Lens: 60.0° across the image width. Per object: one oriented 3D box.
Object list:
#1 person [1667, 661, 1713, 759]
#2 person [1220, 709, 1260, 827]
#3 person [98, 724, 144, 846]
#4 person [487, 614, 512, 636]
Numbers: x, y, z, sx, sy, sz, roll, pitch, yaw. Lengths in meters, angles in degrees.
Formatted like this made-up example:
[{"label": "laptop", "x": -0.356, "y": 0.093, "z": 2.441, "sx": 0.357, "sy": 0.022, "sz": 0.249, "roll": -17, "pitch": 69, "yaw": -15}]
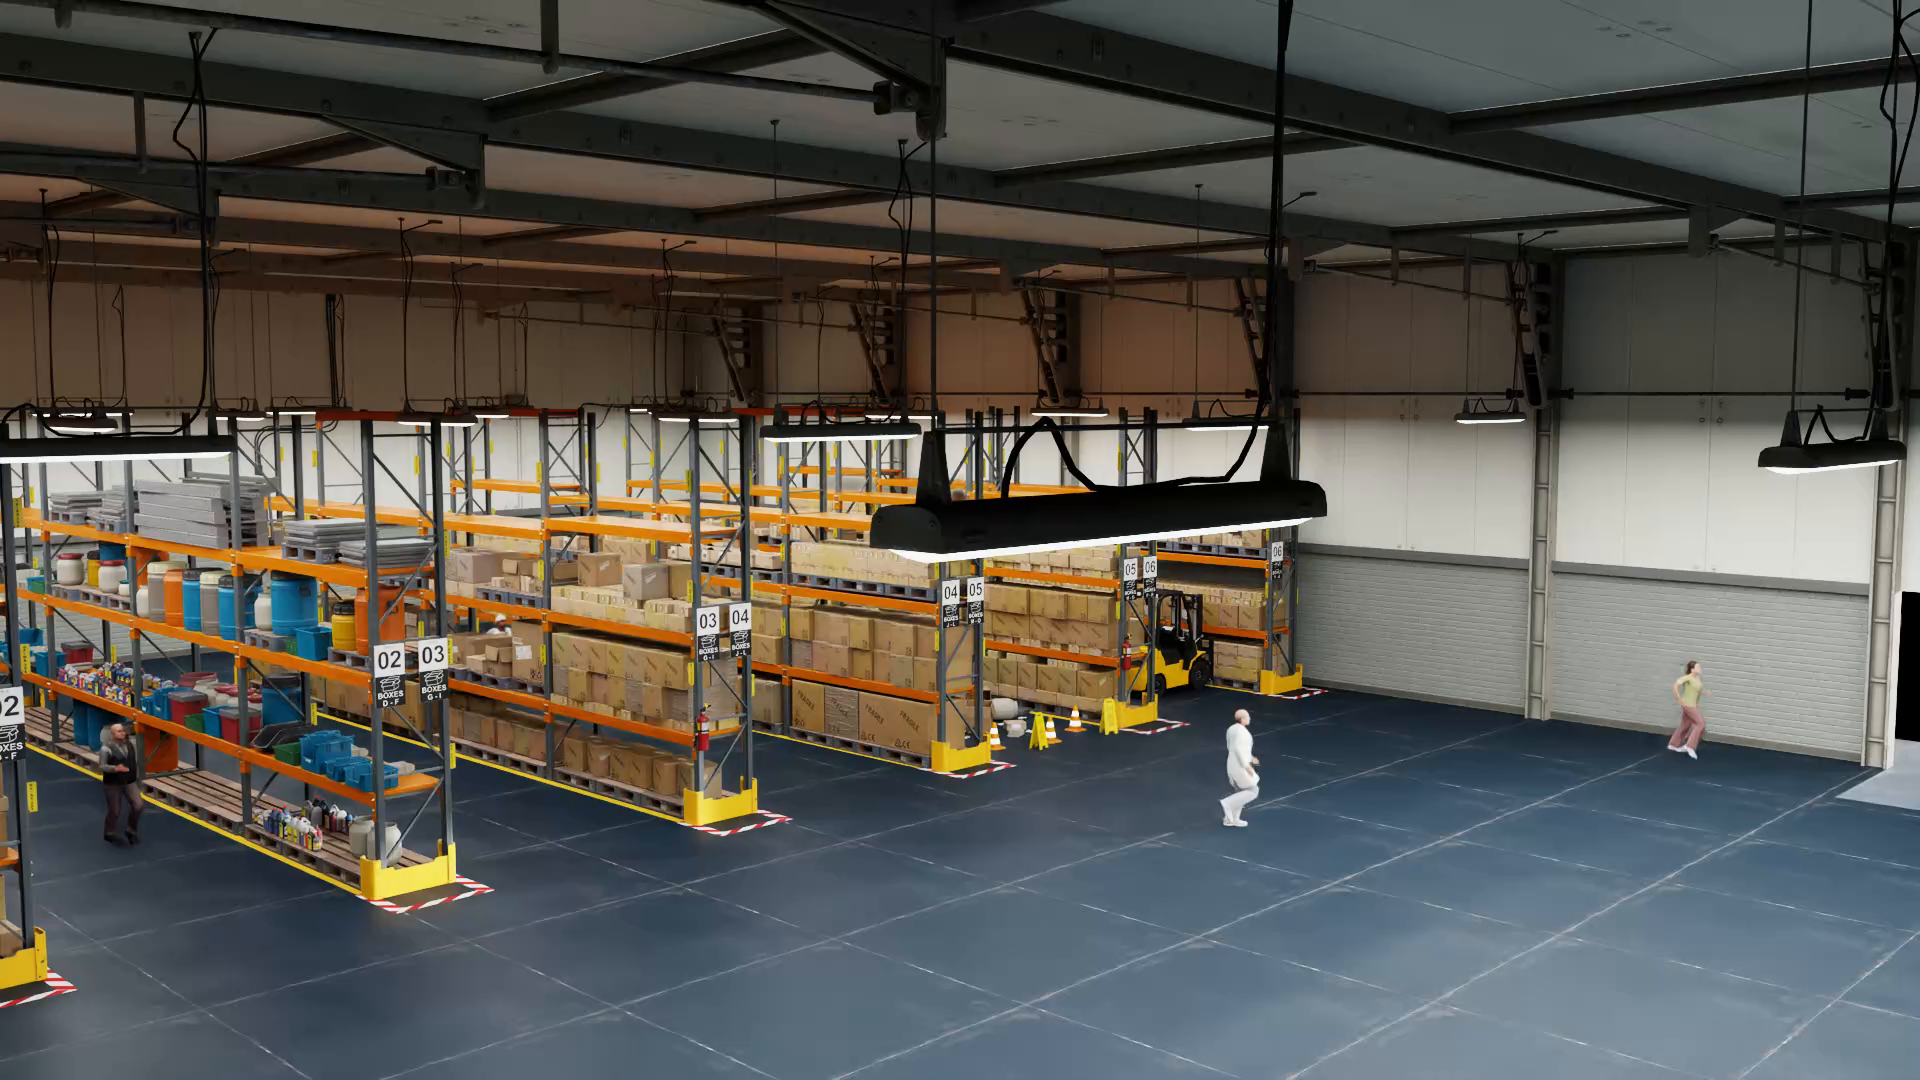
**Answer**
[{"label": "person", "x": 12.733, "y": 2.934, "z": 29.008, "sx": 0.706, "sy": 1.697, "sz": 0.572, "roll": 4, "pitch": 6, "yaw": 39}, {"label": "person", "x": 4.088, "y": 3.425, "z": 24.263, "sx": 0.669, "sy": 1.533, "sz": 0.697, "roll": -1, "pitch": 5, "yaw": -11}, {"label": "person", "x": -11.694, "y": 3.436, "z": 23.199, "sx": 0.750, "sy": 1.760, "sz": 0.617, "roll": 4, "pitch": 6, "yaw": 35}, {"label": "person", "x": -9.361, "y": 2.403, "z": 34.026, "sx": 1.002, "sy": 1.766, "sz": 0.688, "roll": 4, "pitch": 6, "yaw": 37}]
